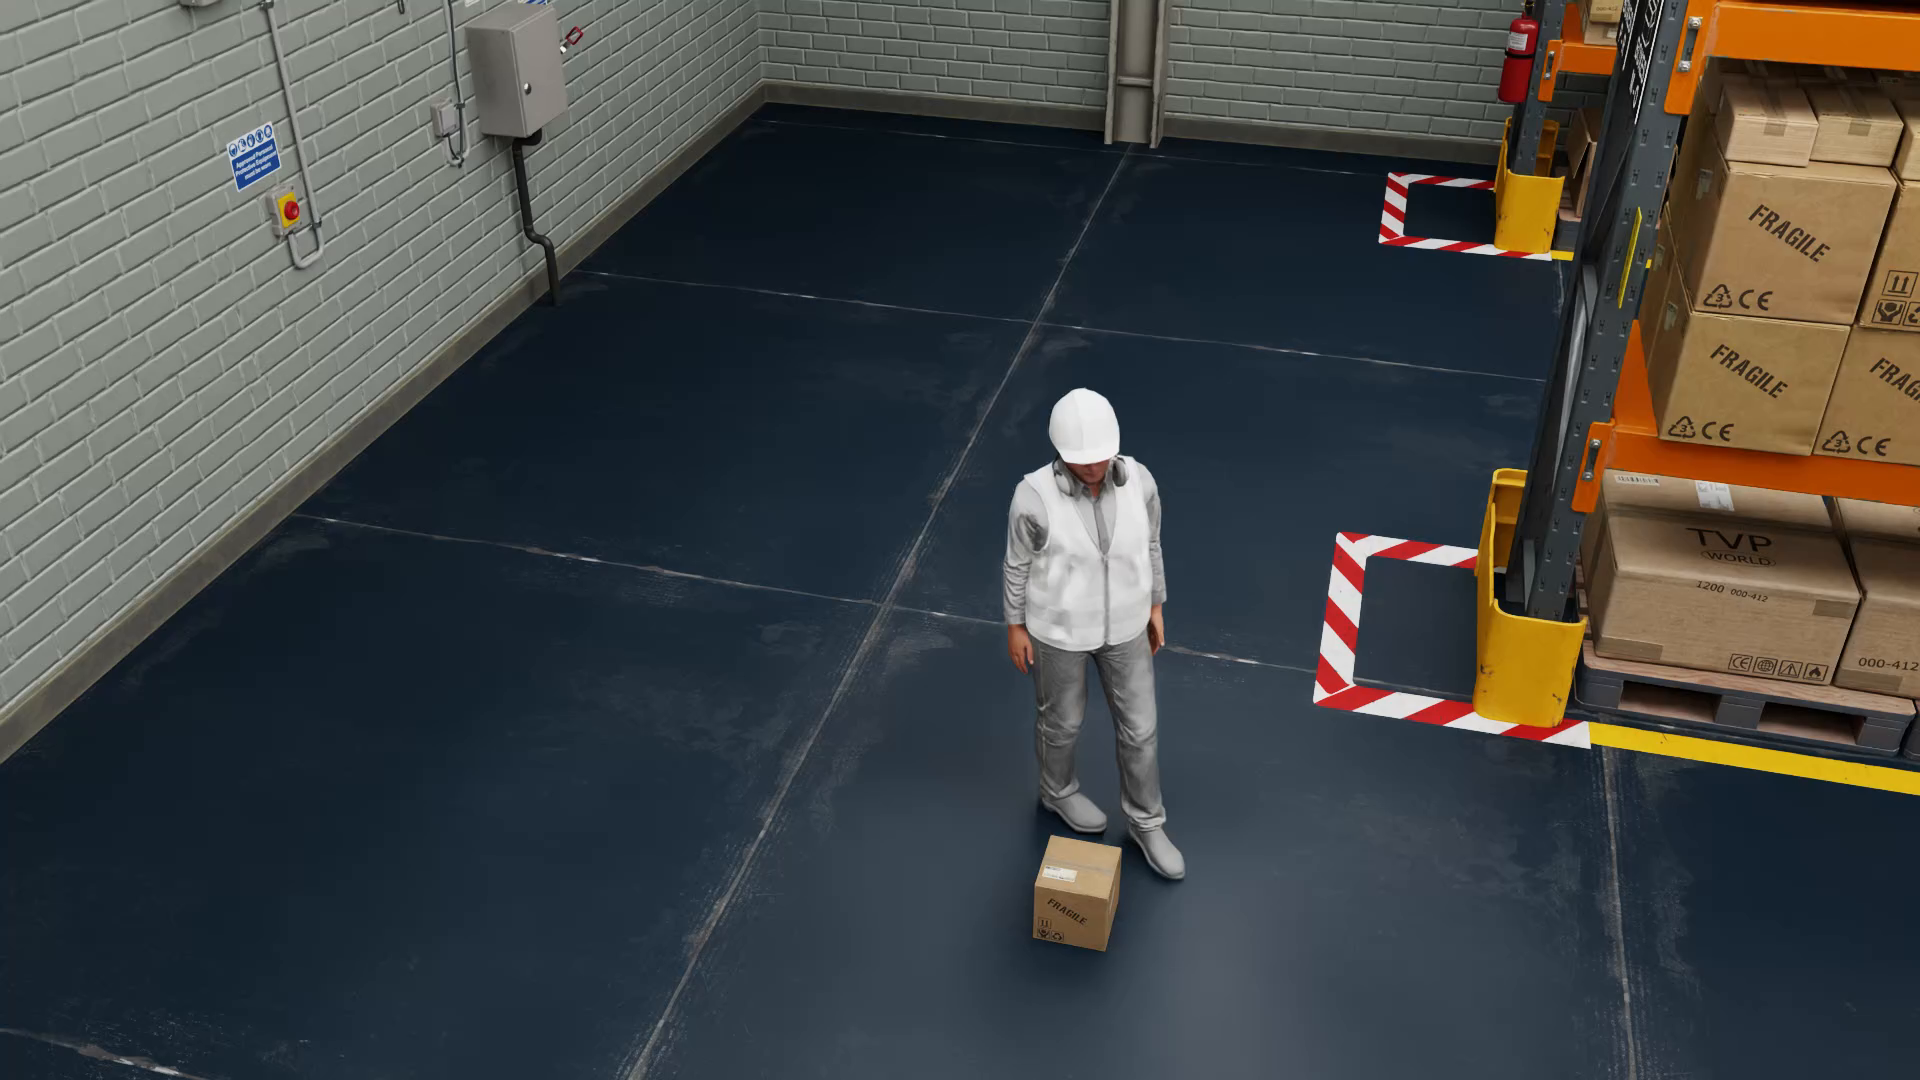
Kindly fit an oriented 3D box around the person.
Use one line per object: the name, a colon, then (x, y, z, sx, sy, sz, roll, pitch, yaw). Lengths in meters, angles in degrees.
person: (0.474, 0.343, 5.573, 0.568, 1.768, 0.614, -10, 34, -15)
